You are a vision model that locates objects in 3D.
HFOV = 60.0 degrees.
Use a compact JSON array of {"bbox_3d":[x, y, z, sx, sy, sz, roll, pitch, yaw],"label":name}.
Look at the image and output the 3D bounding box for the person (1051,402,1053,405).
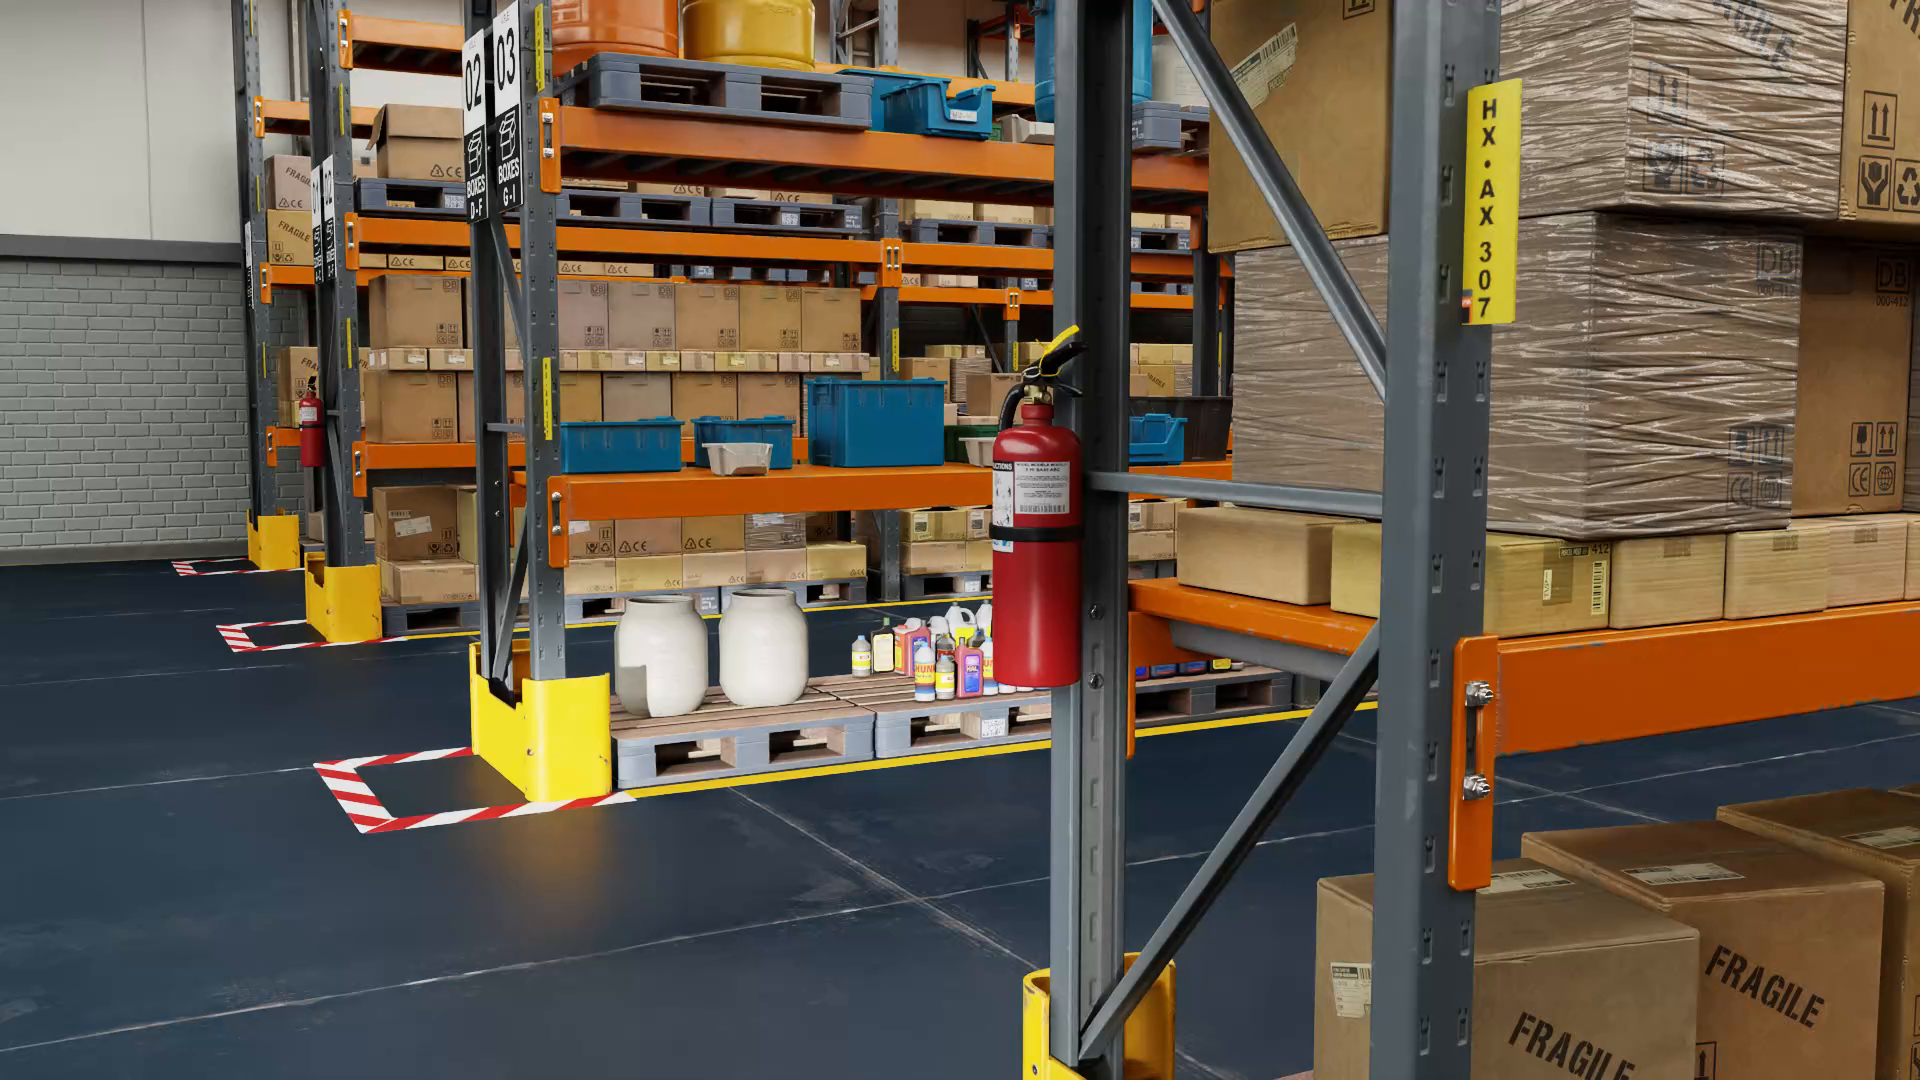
[{"bbox_3d":[0.631,-0.120,11.059,0.508,1.598,0.375,-3,6,-30],"label":"person"}]
